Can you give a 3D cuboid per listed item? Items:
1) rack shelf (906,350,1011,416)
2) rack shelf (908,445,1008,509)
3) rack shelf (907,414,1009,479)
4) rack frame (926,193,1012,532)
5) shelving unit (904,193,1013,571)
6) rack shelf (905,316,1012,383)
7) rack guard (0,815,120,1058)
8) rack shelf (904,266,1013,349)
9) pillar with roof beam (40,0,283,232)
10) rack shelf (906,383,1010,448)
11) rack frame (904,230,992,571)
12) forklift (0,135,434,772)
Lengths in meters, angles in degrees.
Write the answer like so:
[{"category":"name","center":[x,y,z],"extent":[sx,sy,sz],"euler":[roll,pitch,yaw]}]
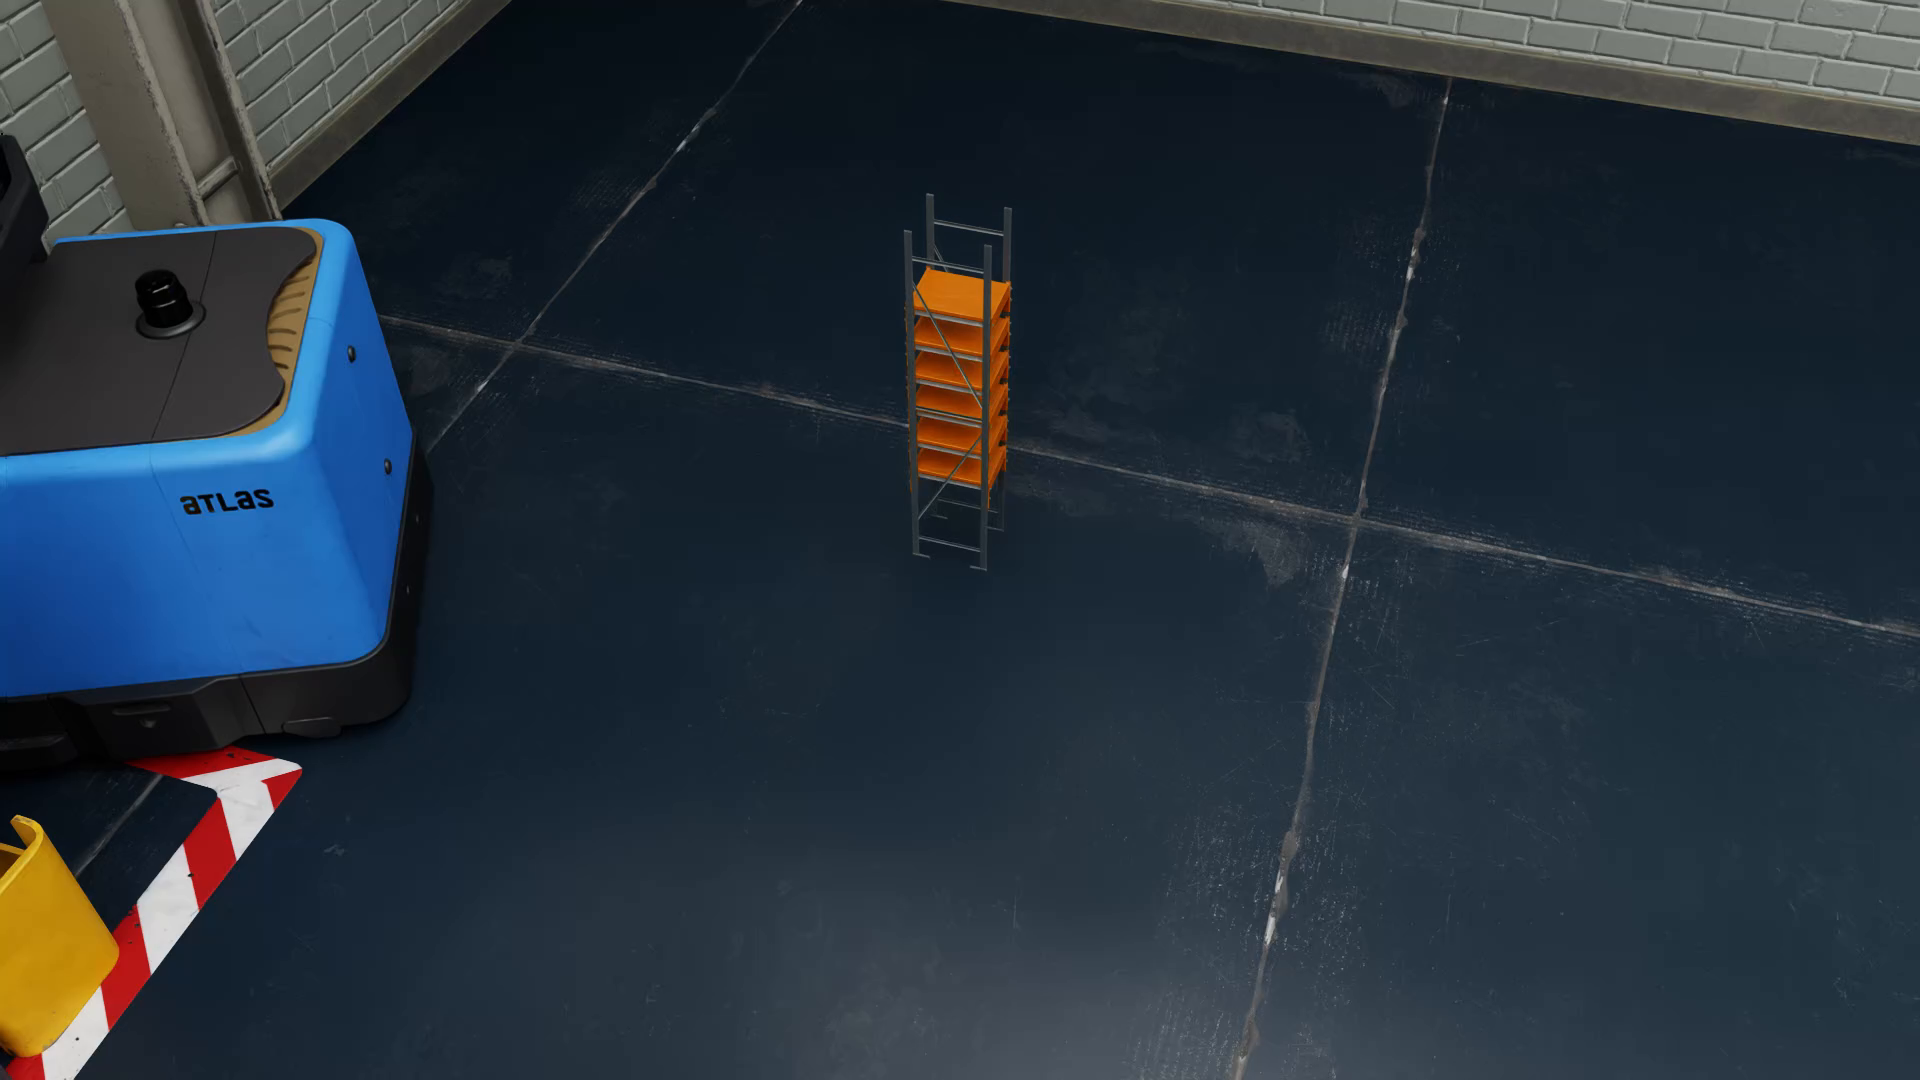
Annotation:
[{"category":"rack shelf","center":[-0.004,-0.473,4.768],"extent":[0.258,0.103,0.180],"euler":[13,46,12]},{"category":"rack shelf","center":[-0.004,-0.216,5.019],"extent":[0.258,0.103,0.180],"euler":[13,46,12]},{"category":"rack shelf","center":[-0.004,-0.302,4.936],"extent":[0.258,0.103,0.180],"euler":[13,46,12]},{"category":"rack frame","center":[0.023,-0.480,4.883],"extent":[0.240,1.200,0.006],"euler":[13,46,12]},{"category":"shelving unit","center":[-0.004,-0.419,4.821],"extent":[0.258,1.200,0.189],"euler":[13,46,12]},{"category":"rack shelf","center":[-0.004,-0.559,4.684],"extent":[0.258,0.103,0.180],"euler":[13,46,12]},{"category":"rack guard","center":[-2.706,0.835,4.039],"extent":[1.175,0.500,0.348],"euler":[13,46,13]},{"category":"rack shelf","center":[-0.004,-0.645,4.600],"extent":[0.258,0.103,0.180],"euler":[13,46,12]},{"category":"pillar with roof beam","center":[1.383,-3.258,2.145],"extent":[9.100,9.000,0.400],"euler":[13,46,13]},{"category":"rack shelf","center":[-0.004,-0.387,4.852],"extent":[0.258,0.103,0.180],"euler":[13,46,12]},{"category":"rack frame","center":[-0.032,-0.358,4.758],"extent":[0.240,1.200,0.006],"euler":[13,46,12]},{"category":"forklift","center":[-3.118,-0.710,3.880],"extent":[3.031,2.935,1.130],"euler":[-6,45,-6]}]
